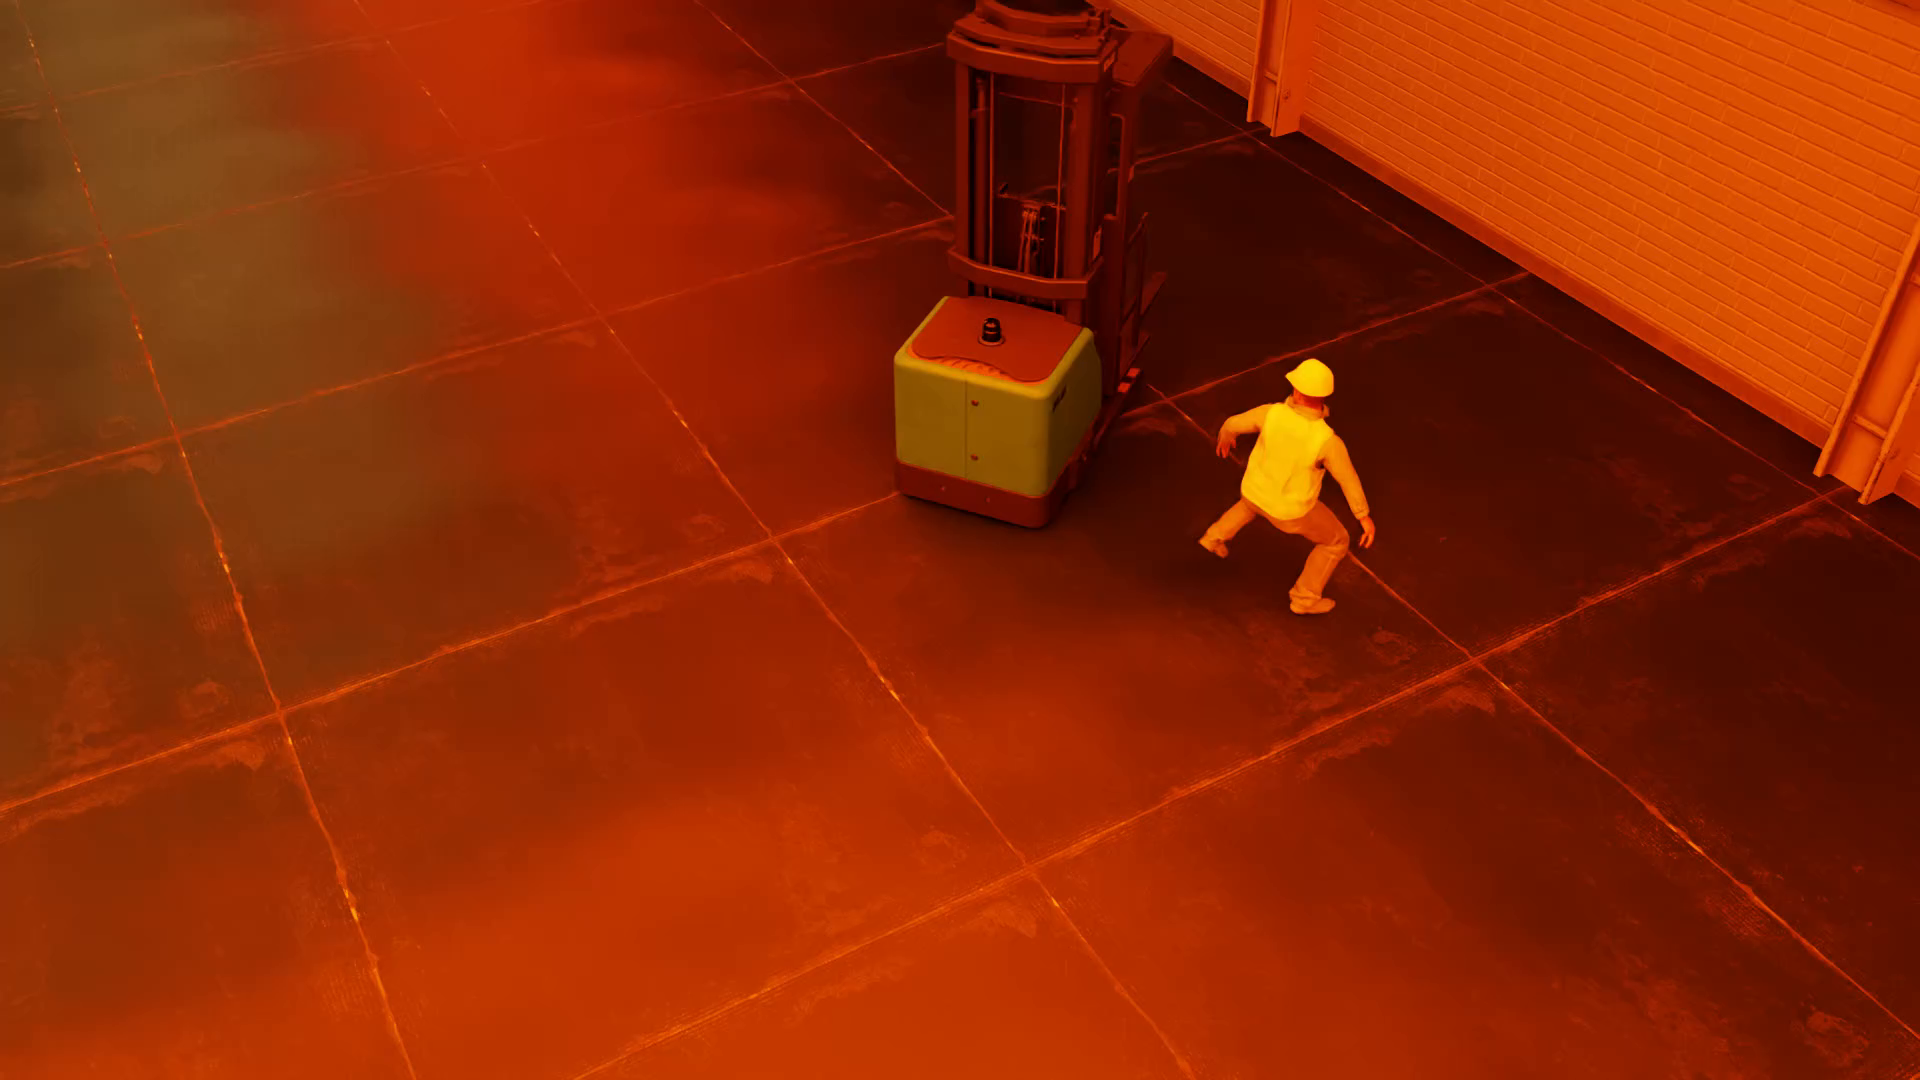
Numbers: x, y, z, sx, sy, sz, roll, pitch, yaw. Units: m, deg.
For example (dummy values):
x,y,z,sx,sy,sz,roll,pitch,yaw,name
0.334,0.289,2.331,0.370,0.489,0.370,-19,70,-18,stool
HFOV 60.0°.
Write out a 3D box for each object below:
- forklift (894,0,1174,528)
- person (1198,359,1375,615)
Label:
x,y,z,sx,sy,sz,roll,pitch,yaw,name
0.634,-2.146,10.624,1.130,2.935,3.031,15,42,18,forklift
1.900,-0.299,9.449,0.503,1.653,1.047,-30,48,-31,person
